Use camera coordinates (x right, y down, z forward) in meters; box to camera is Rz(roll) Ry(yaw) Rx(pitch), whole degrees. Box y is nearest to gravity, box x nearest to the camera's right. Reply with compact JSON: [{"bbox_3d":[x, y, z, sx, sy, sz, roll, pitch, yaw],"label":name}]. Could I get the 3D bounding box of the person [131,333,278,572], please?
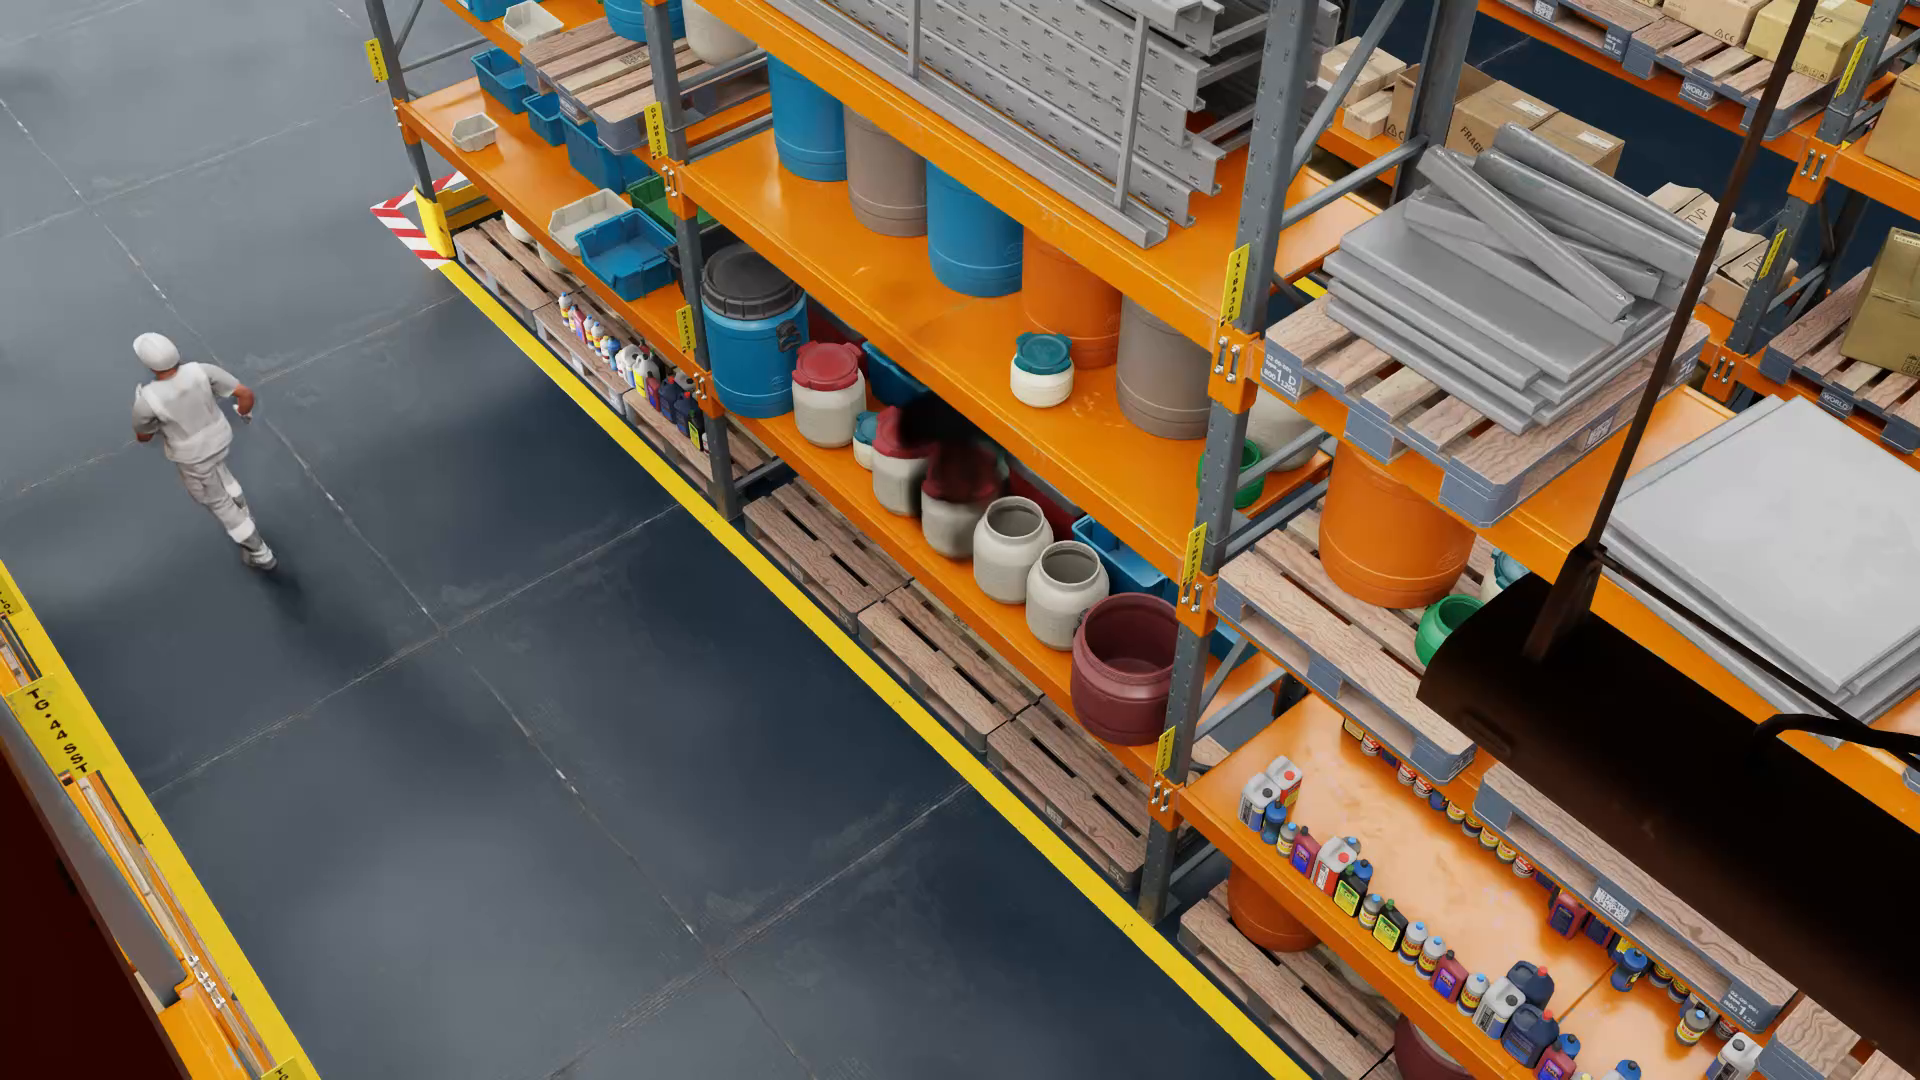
[{"bbox_3d":[-4.671,-0.555,10.278,0.774,1.845,0.643,26,52,23],"label":"person"}]
